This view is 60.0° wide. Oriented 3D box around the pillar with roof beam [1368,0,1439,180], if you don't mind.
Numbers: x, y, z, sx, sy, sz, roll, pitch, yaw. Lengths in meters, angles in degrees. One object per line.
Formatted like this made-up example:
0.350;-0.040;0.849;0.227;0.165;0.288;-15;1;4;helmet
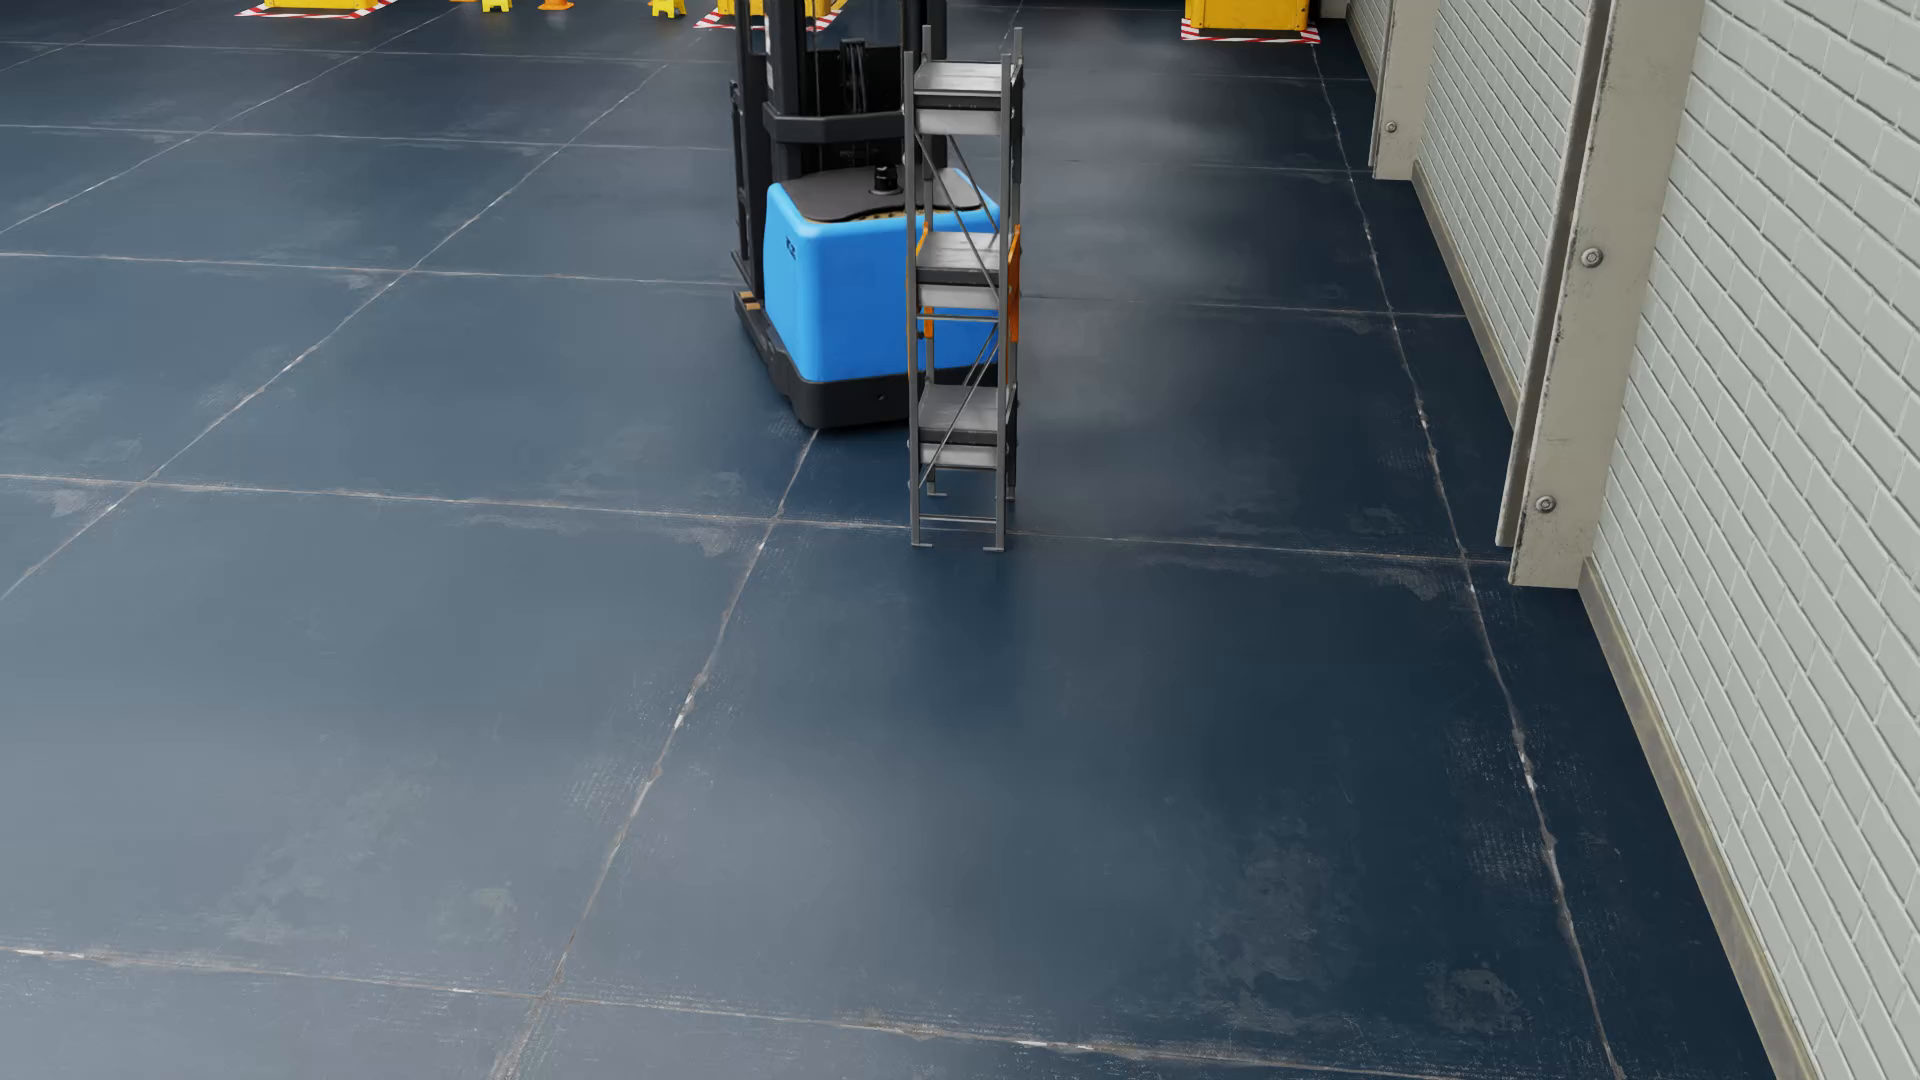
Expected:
-1.076;-6.935;10.634;9.100;9.000;0.400;3;28;6;pillar with roof beam

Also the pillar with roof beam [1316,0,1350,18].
-0.341;-9.759;15.877;9.100;9.000;0.400;3;28;6;pillar with roof beam

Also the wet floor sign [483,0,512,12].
-4.938;-5.954;17.622;0.267;0.644;0.232;-1;28;-3;wet floor sign

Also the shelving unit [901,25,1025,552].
0.020;-1.002;6.897;0.431;2.100;0.503;3;28;6;shelving unit

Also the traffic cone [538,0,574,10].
-4.346;-5.944;17.796;0.336;0.463;0.334;3;28;6;traffic cone

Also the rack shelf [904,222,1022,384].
0.020;-0.990;6.903;0.431;0.518;0.480;3;28;6;rack shelf

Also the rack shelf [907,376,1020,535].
0.020;-0.374;7.235;0.431;0.518;0.480;3;28;6;rack shelf

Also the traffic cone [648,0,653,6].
-3.203;-6.040;17.973;0.336;0.463;0.334;3;28;6;traffic cone

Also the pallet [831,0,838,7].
-1.831;-6.068;18.290;1.003;0.211;1.213;3;28;6;pallet

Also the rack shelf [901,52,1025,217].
0.020;-1.607;6.571;0.431;0.518;0.480;3;28;6;rack shelf

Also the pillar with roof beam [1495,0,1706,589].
-1.811;-4.110;5.392;9.100;9.000;0.400;3;28;6;pillar with roof beam

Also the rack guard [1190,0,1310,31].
2.949;-5.481;16.896;1.175;0.500;0.348;3;28;6;rack guard

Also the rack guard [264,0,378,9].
-6.903;-6.007;17.874;1.175;0.500;0.348;3;28;6;rack guard

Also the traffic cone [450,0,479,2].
-5.426;-6.170;18.214;0.336;0.463;0.334;3;28;6;traffic cone

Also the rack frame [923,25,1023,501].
0.050;-1.117;7.110;0.400;2.100;0.015;3;28;6;rack frame

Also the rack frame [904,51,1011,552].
-0.010;-0.887;6.683;0.400;2.100;0.015;3;28;6;rack frame

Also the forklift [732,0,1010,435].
-0.652;-2.483;8.768;1.130;2.935;3.031;-8;29;-14;forklift

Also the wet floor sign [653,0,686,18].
-3.060;-5.815;17.364;0.267;0.644;0.232;14;31;24;wet floor sign

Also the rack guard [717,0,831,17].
-1.966;-5.814;17.516;1.175;0.500;0.348;3;28;6;rack guard
